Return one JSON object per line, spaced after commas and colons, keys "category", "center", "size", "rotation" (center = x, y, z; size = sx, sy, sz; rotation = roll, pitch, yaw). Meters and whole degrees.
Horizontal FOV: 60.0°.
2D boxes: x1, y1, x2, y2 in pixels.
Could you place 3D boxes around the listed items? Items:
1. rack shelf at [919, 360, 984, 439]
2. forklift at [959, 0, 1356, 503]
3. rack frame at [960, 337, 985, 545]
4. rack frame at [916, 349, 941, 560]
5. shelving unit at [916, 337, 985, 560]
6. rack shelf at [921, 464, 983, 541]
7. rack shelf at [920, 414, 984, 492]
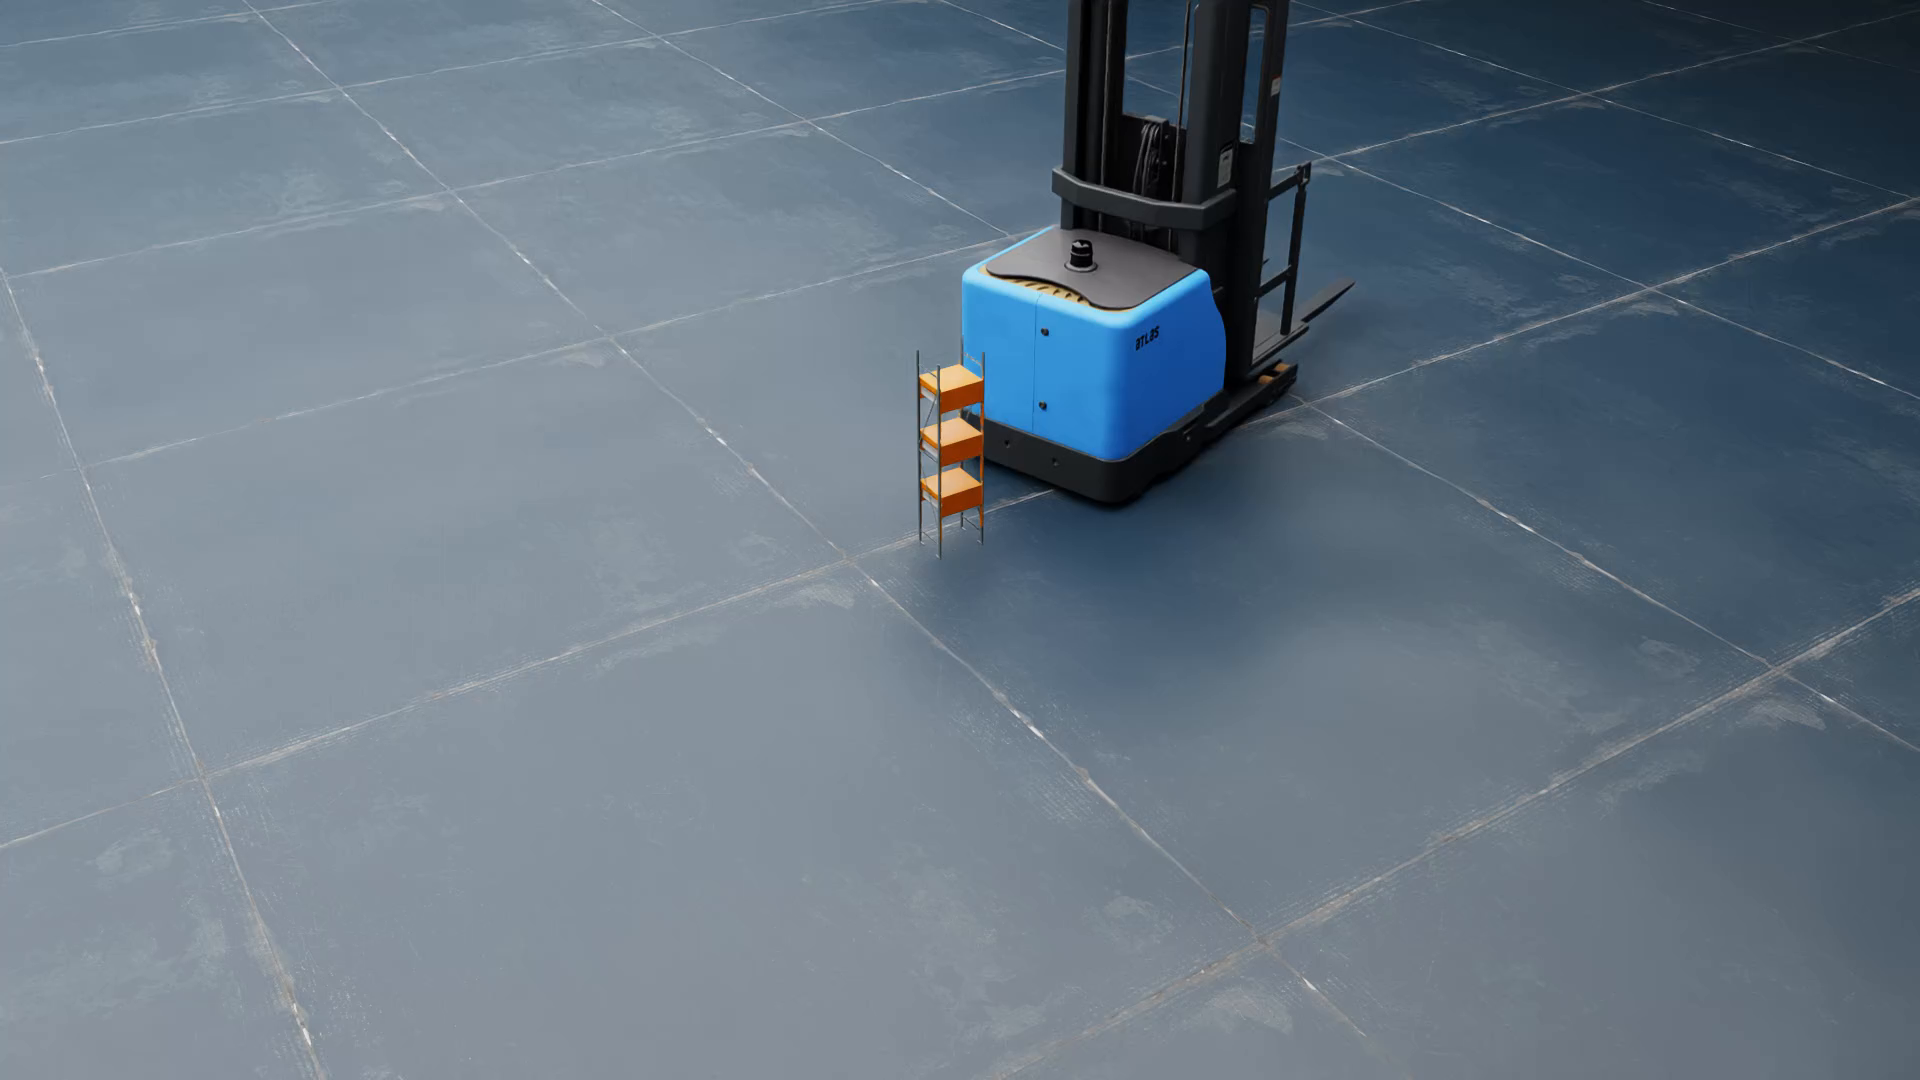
{"category": "rack shelf", "center": [-0.045, -0.660, 7.800], "size": [0.240, 0.259, 0.215], "rotation": [-19, 37, -27]}
{"category": "forklift", "center": [1.292, -2.155, 8.919], "size": [1.130, 2.935, 3.031], "rotation": [22, 39, 31]}
{"category": "rack frame", "center": [0.058, -0.464, 8.001], "size": [0.008, 1.050, 0.200], "rotation": [-19, 37, -27]}
{"category": "rack frame", "center": [-0.148, -0.393, 7.889], "size": [0.008, 1.050, 0.200], "rotation": [-19, 37, -27]}
{"category": "shelving unit", "center": [-0.045, -0.429, 7.945], "size": [0.252, 1.050, 0.215], "rotation": [-19, 37, -27]}
{"category": "rack shelf", "center": [-0.045, -0.185, 8.099], "size": [0.240, 0.259, 0.215], "rotation": [-19, 37, -27]}
{"category": "rack shelf", "center": [-0.045, -0.420, 7.951], "size": [0.240, 0.259, 0.215], "rotation": [-19, 37, -27]}
